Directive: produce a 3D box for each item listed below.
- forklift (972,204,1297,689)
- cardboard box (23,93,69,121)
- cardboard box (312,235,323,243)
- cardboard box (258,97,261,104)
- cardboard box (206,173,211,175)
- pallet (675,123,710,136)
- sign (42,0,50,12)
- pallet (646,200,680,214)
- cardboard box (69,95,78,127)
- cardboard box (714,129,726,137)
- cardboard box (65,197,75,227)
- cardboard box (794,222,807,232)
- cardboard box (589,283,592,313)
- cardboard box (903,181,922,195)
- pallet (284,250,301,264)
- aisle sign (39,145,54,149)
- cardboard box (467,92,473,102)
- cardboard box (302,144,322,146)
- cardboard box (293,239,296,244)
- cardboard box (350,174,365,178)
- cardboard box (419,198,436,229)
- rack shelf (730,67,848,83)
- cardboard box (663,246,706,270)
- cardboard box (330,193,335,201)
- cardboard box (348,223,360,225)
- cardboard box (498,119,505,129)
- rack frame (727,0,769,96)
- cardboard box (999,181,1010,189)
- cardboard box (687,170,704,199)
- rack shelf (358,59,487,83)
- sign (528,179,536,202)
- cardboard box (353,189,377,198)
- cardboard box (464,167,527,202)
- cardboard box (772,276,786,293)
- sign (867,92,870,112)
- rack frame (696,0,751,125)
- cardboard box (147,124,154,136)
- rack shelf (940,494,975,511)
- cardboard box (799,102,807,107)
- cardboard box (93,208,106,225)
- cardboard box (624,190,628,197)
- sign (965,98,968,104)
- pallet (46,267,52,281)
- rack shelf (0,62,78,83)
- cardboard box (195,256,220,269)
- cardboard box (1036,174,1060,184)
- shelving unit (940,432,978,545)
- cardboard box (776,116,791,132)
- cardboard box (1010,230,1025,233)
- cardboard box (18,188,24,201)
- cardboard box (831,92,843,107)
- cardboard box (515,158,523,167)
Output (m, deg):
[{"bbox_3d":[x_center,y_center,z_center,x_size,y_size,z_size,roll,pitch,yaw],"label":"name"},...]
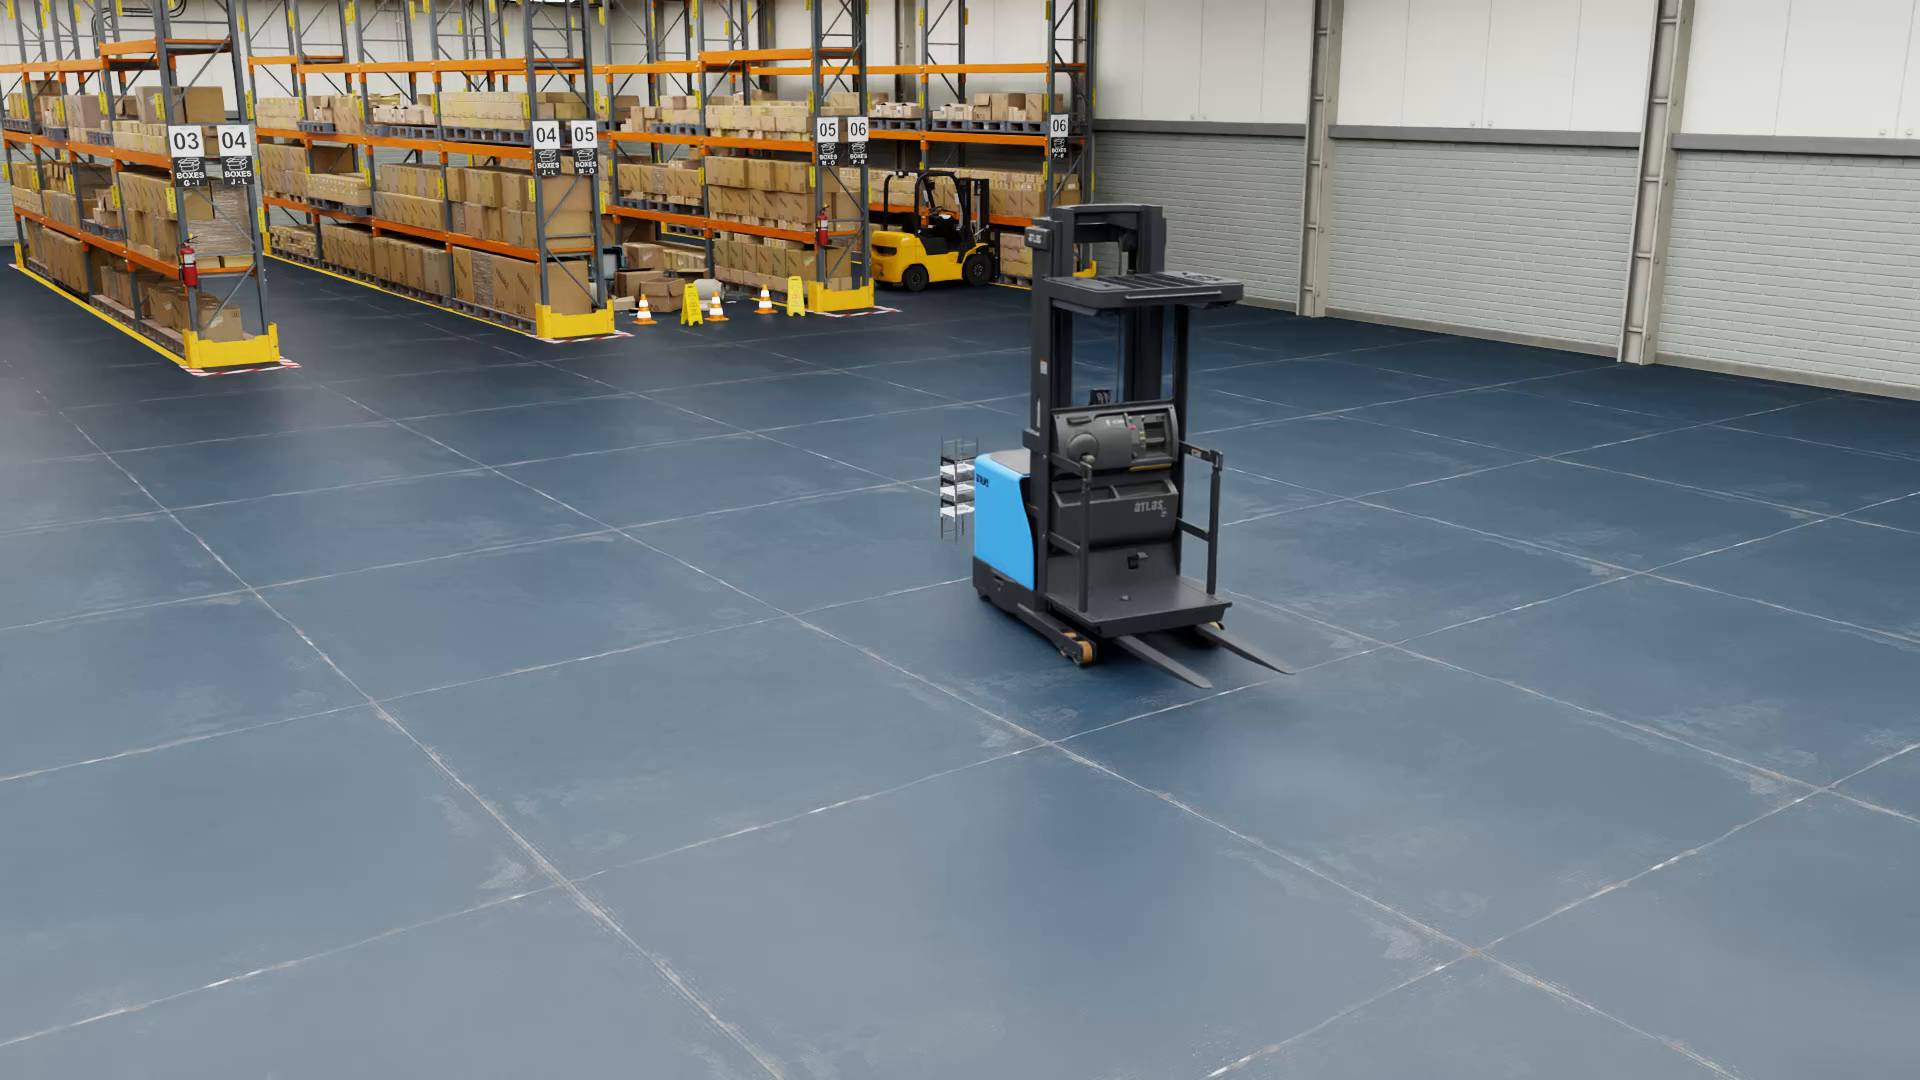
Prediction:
[{"bbox_3d":[1.155,-0.710,11.118,1.130,2.935,3.031,-7,17,-23],"label":"forklift"},{"bbox_3d":[-17.577,-8.348,32.037,0.700,0.500,0.500,-12,20,-38],"label":"cardboard box"},{"bbox_3d":[-13.417,-6.342,35.045,0.380,0.149,0.250,-10,18,-33],"label":"cardboard box"},{"bbox_3d":[-15.343,-9.750,36.917,0.380,0.149,0.250,-11,19,-35],"label":"cardboard box"},{"bbox_3d":[-11.289,-5.143,24.538,0.500,0.500,0.500,-11,19,-35],"label":"cardboard box"},{"bbox_3d":[-4.625,-7.779,31.488,1.213,0.211,1.003,-11,19,-35],"label":"pallet"},{"bbox_3d":[-15.163,-8.924,27.564,0.100,0.325,0.005,-11,19,-35],"label":"sign"},{"bbox_3d":[-5.503,-6.619,32.942,1.003,0.211,1.213,-11,19,-35],"label":"pallet"},{"bbox_3d":[-14.353,-7.077,27.432,0.500,0.500,0.500,-11,19,-34],"label":"cardboard box"},{"bbox_3d":[-4.257,-7.430,30.335,0.380,0.149,0.250,-11,19,-34],"label":"cardboard box"},{"bbox_3d":[-15.495,-5.812,29.441,0.500,0.500,0.500,-11,19,-35],"label":"cardboard box"},{"bbox_3d":[-2.628,-5.382,28.535,0.380,0.149,0.250,-11,19,-35],"label":"cardboard box"},{"bbox_3d":[-6.550,-4.107,28.132,0.500,0.500,0.500,-7,17,-25],"label":"cardboard box"},{"bbox_3d":[-0.831,-7.279,34.327,0.500,0.250,0.500,-11,19,-36],"label":"cardboard box"},{"bbox_3d":[-14.142,-6.246,36.497,1.003,0.211,1.213,-11,19,-35],"label":"pallet"},{"bbox_3d":[-19.220,-8.614,34.942,0.394,0.787,0.004,-11,19,-35],"label":"aisle sign"},{"bbox_3d":[-7.605,-7.043,26.425,0.380,0.149,0.250,-11,19,-35],"label":"cardboard box"},{"bbox_3d":[-14.268,-8.444,36.597,0.500,0.500,0.500,-10,18,-32],"label":"cardboard box"},{"bbox_3d":[-14.429,-6.595,36.531,0.380,0.149,0.250,-10,18,-32],"label":"cardboard box"},{"bbox_3d":[-12.139,-7.337,33.753,0.380,0.149,0.250,-11,19,-35],"label":"cardboard box"},{"bbox_3d":[-9.113,-5.710,29.068,0.500,0.500,0.500,-11,19,-35],"label":"cardboard box"},{"bbox_3d":[-3.864,-10.680,38.172,1.077,0.370,4.000,-11,19,-35],"label":"rack shelf"},{"bbox_3d":[-5.495,-5.622,33.117,0.950,0.372,0.625,-10,18,-33],"label":"cardboard box"},{"bbox_3d":[-12.220,-6.786,32.868,0.380,0.149,0.250,-12,19,-37],"label":"cardboard box"},{"bbox_3d":[-12.354,-6.431,34.410,0.500,0.250,0.500,-11,19,-36],"label":"cardboard box"},{"bbox_3d":[-6.858,-6.387,25.541,0.380,0.149,0.250,-11,19,-34],"label":"cardboard box"},{"bbox_3d":[-5.040,-11.647,39.585,1.000,3.000,0.127,-11,19,-35],"label":"rack frame"},{"bbox_3d":[0.977,-6.802,31.828,0.380,0.149,0.250,-12,19,-36],"label":"cardboard box"},{"bbox_3d":[-4.806,-6.731,31.440,0.500,0.500,0.500,-11,19,-36],"label":"cardboard box"},{"bbox_3d":[-9.469,-8.265,29.347,1.077,0.370,4.000,-11,19,-35],"label":"rack shelf"},{"bbox_3d":[-6.388,-5.221,24.829,0.100,0.325,0.005,-11,19,-35],"label":"sign"},{"bbox_3d":[-11.304,-6.598,31.618,0.380,0.149,0.250,-10,18,-33],"label":"cardboard box"},{"bbox_3d":[-7.687,-5.894,27.598,0.875,0.550,0.550,-11,19,-35],"label":"cardboard box"},{"bbox_3d":[-2.988,-4.539,29.391,0.500,0.250,0.500,-11,19,-34],"label":"cardboard box"},{"bbox_3d":[-1.558,-7.372,27.993,0.100,0.325,0.005,-11,19,-35],"label":"sign"},{"bbox_3d":[-4.349,-9.168,30.525,1.000,3.000,0.127,-11,19,-35],"label":"rack frame"},{"bbox_3d":[-10.903,-5.624,22.790,0.380,0.149,0.250,-11,19,-34],"label":"cardboard box"},{"bbox_3d":[-0.005,-0.317,13.996,0.258,0.077,0.200,-11,19,-35],"label":"rack shelf"},{"bbox_3d":[-3.395,-9.759,37.332,0.380,0.149,0.250,-12,19,-36],"label":"cardboard box"},{"bbox_3d":[-13.917,-5.327,27.344,0.500,0.250,0.500,-12,19,-36],"label":"cardboard box"},{"bbox_3d":[-6.660,-7.111,34.057,0.380,0.149,0.250,-12,19,-38],"label":"cardboard box"},{"bbox_3d":[0.112,-8.866,33.976,0.100,0.325,0.005,-11,19,-35],"label":"sign"},{"bbox_3d":[-17.452,-5.274,32.944,1.003,0.211,1.213,-11,19,-35],"label":"pallet"},{"bbox_3d":[-18.244,-9.225,32.855,1.077,0.370,4.000,-11,19,-35],"label":"rack shelf"},{"bbox_3d":[-10.347,-3.789,22.715,0.380,0.149,0.250,-11,19,-35],"label":"cardboard box"},{"bbox_3d":[1.635,-6.739,31.036,0.380,0.149,0.250,-11,19,-34],"label":"cardboard box"},{"bbox_3d":[-0.005,-0.436,13.964,0.258,0.900,0.210,-11,19,-35],"label":"shelving unit"},{"bbox_3d":[-2.799,-7.115,28.428,0.500,0.250,0.500,-11,19,-35],"label":"cardboard box"},{"bbox_3d":[1.305,-5.896,32.456,0.500,0.250,0.500,-11,19,-35],"label":"cardboard box"},{"bbox_3d":[-18.753,-7.007,33.716,0.500,0.250,0.500,-12,19,-36],"label":"cardboard box"},{"bbox_3d":[-2.459,-9.453,36.075,0.500,0.500,0.500,-11,19,-34],"label":"cardboard box"},{"bbox_3d":[-9.845,-8.680,38.025,0.500,0.500,0.500,-11,19,-35],"label":"cardboard box"}]
